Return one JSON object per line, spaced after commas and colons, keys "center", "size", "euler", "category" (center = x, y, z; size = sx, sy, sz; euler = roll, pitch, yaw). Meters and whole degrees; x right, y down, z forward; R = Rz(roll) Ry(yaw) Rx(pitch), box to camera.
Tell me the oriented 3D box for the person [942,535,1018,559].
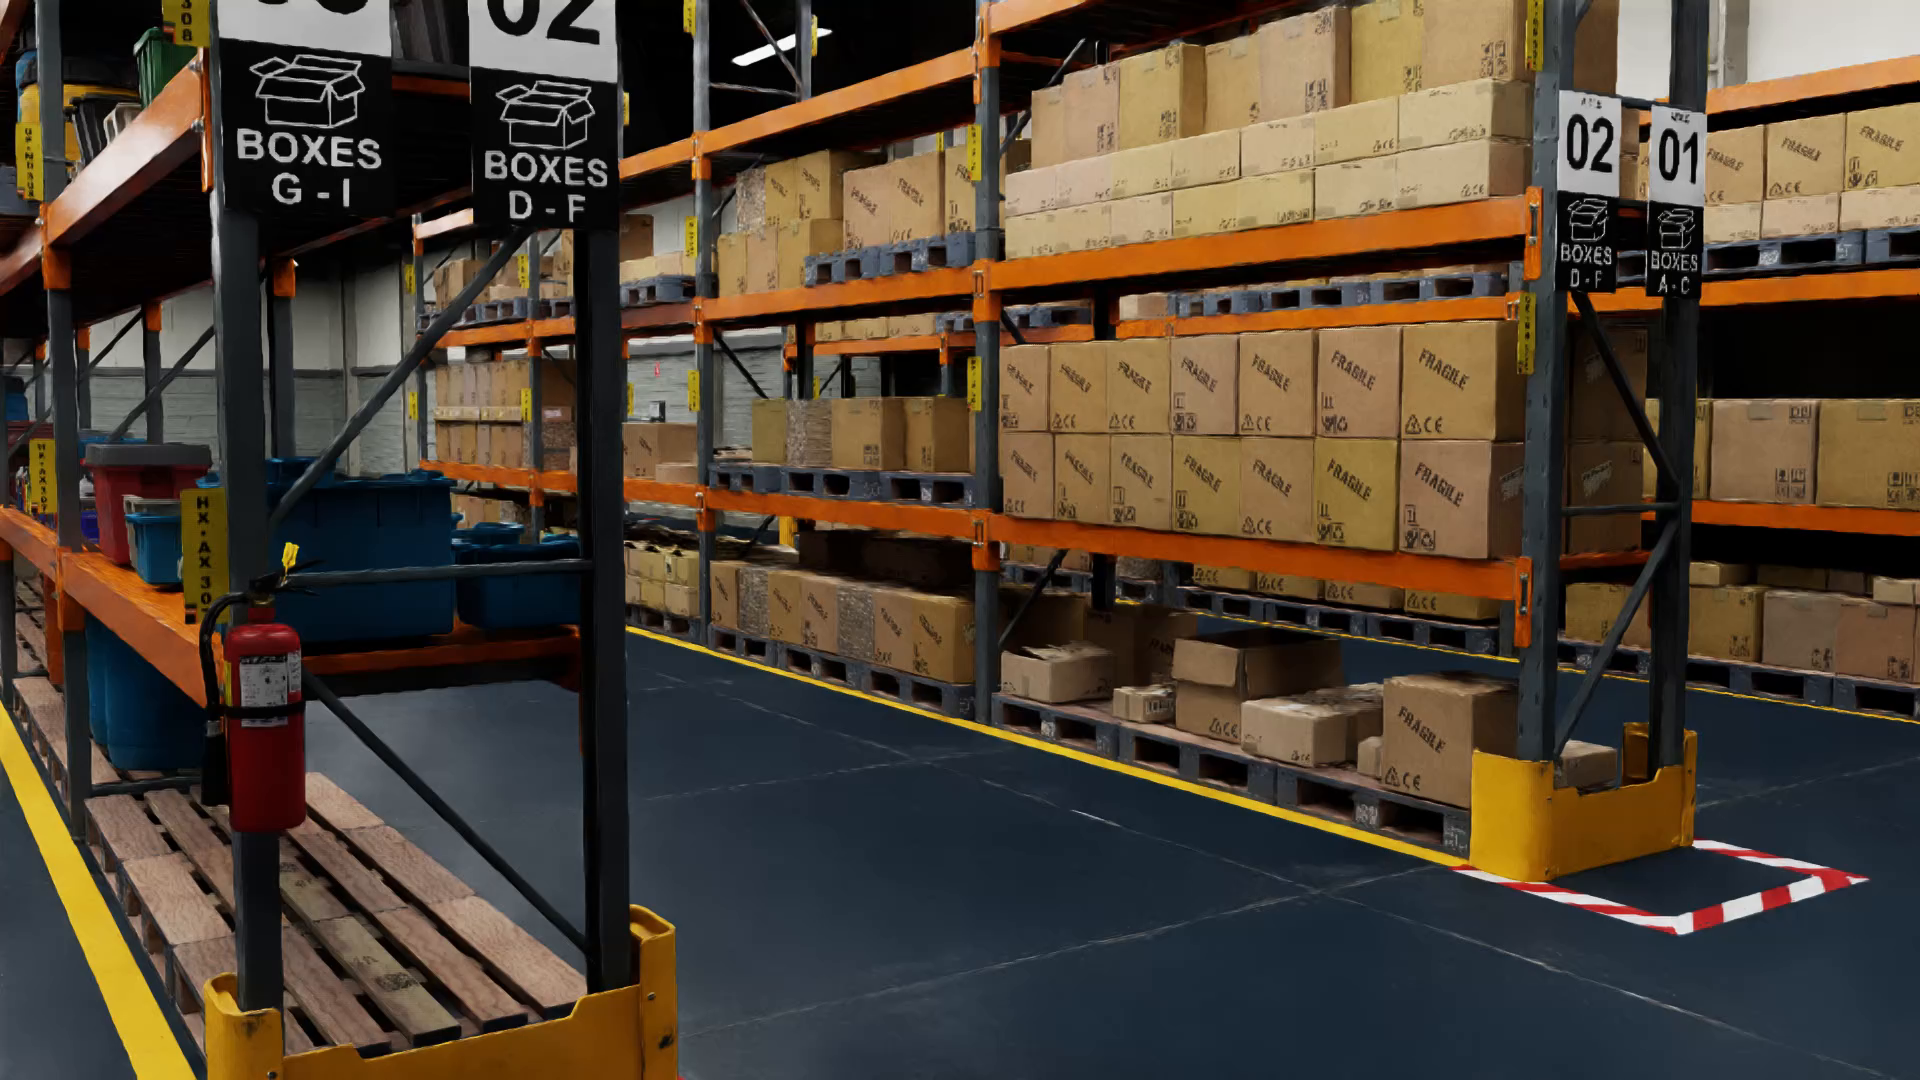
{"center": [0.157, -0.077, 14.074], "size": [0.704, 1.774, 0.505], "euler": [1, 5, 15], "category": "person"}
